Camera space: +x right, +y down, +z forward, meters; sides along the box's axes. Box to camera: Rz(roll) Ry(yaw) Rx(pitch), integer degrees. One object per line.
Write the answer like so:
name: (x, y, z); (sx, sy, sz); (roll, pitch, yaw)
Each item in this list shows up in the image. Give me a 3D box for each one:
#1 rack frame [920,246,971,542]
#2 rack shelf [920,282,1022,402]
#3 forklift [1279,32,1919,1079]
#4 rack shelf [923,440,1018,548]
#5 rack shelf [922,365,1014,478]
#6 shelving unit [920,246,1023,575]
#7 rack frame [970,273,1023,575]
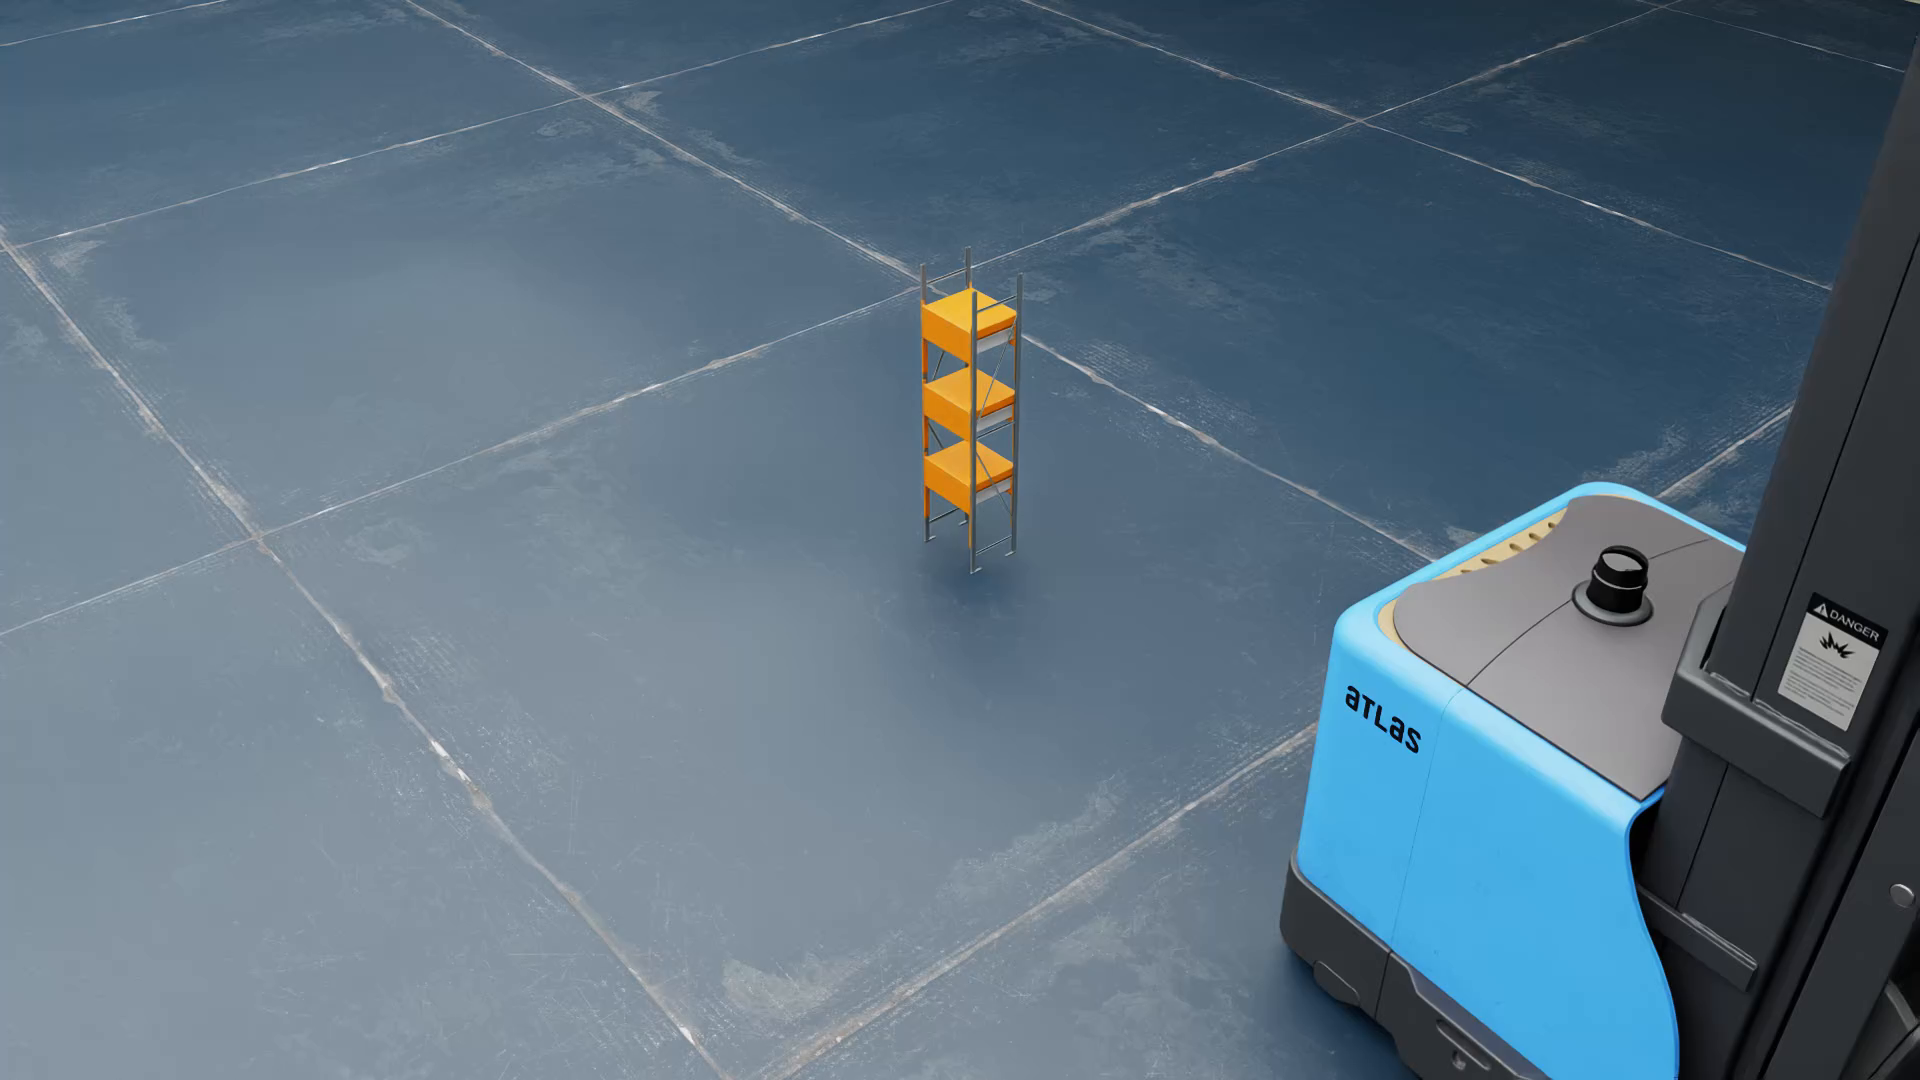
rack frame: (-0.044, -0.459, 5.489); (0.200, 1.050, 0.008); (-26, 43, -32)
rack shelf: (0.035, -0.628, 5.255); (0.215, 0.259, 0.240); (-26, 43, -32)
forklift: (2.095, 0.362, 2.703); (1.130, 2.935, 3.031); (-23, 41, -29)
rack shelf: (0.035, -0.169, 5.580); (0.215, 0.259, 0.240); (-26, 43, -32)
rack shelf: (0.035, -0.396, 5.419); (0.215, 0.259, 0.240); (-26, 43, -32)
shelving unit: (0.035, -0.405, 5.413); (0.215, 1.050, 0.252); (-26, 43, -32)
rack frame: (0.113, -0.351, 5.337); (0.200, 1.050, 0.008); (-26, 43, -32)
